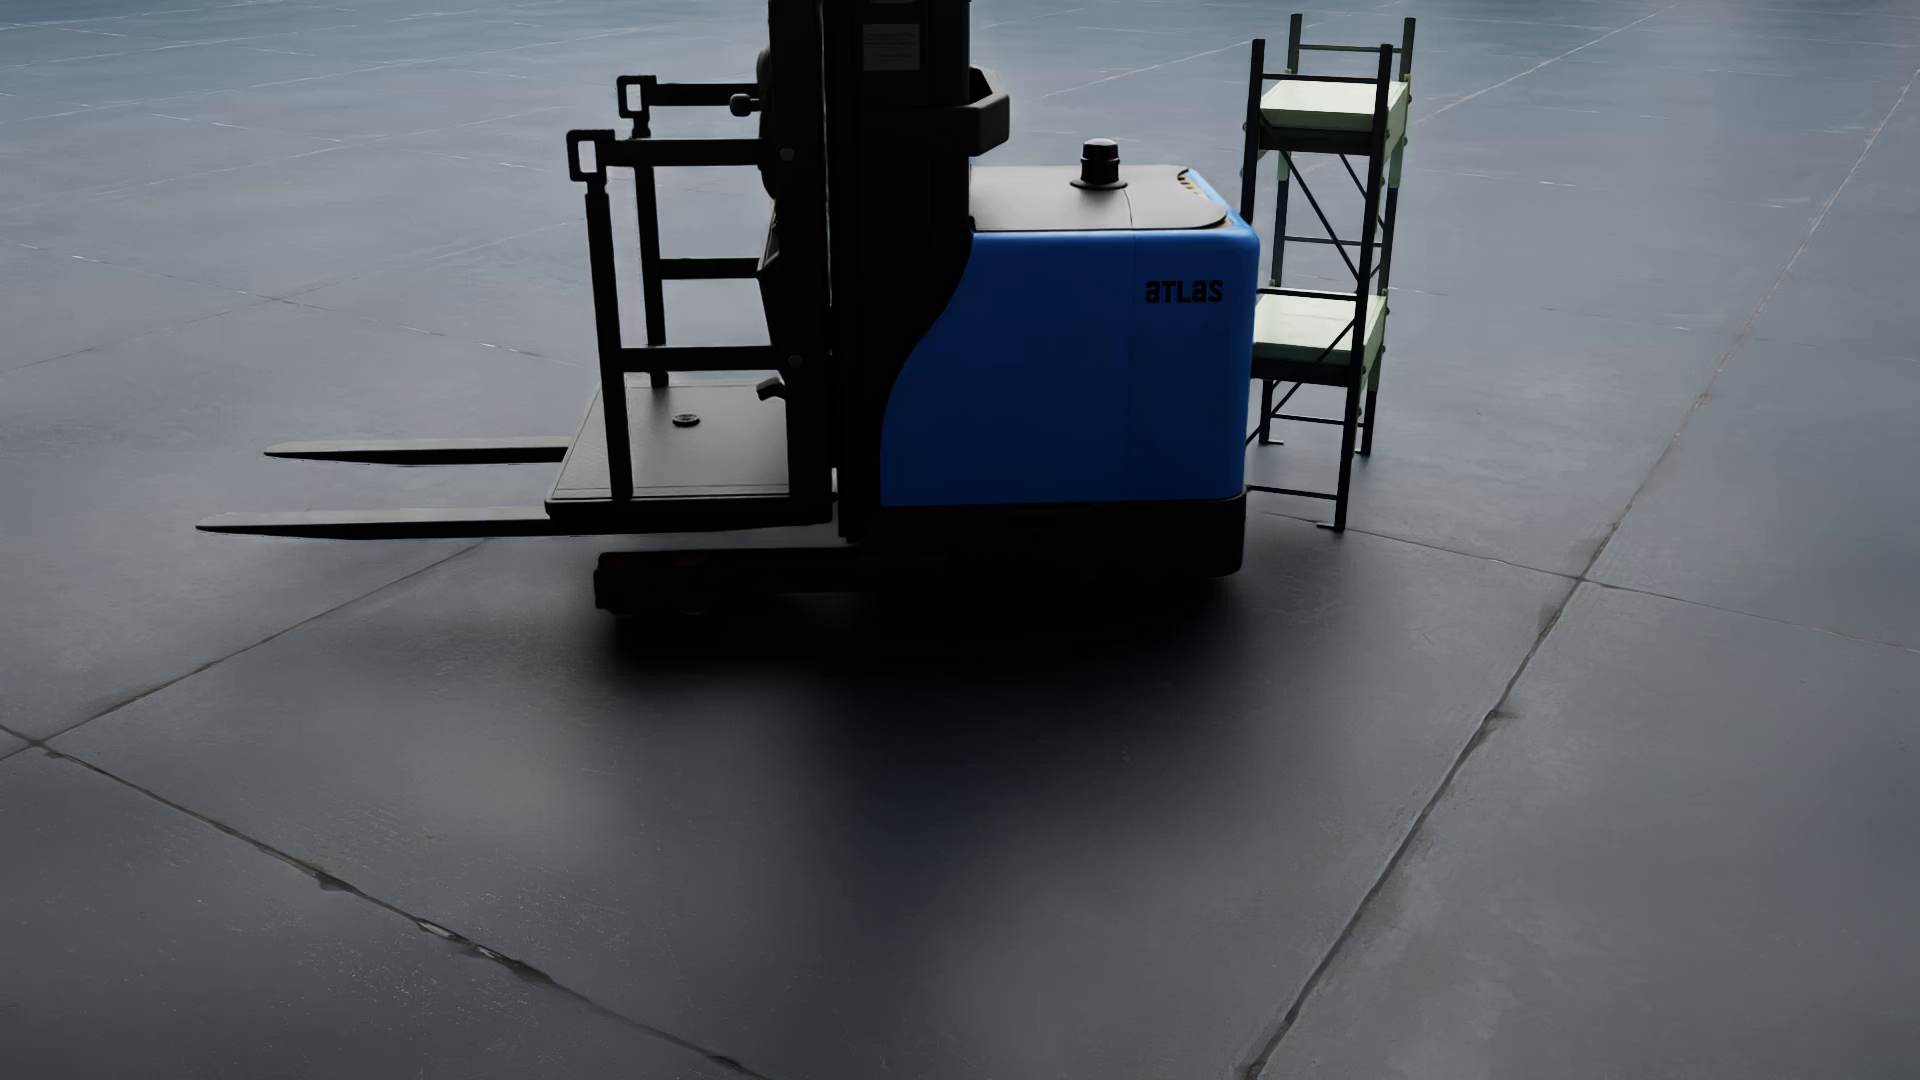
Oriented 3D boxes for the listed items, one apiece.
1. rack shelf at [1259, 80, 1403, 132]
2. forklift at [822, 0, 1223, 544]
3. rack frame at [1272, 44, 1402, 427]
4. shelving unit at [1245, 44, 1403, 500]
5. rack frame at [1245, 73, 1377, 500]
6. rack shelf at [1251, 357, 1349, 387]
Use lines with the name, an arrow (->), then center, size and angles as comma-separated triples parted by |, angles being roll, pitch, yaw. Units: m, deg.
rack shelf -> 1.164, -1.368, 5.203 | 0.368, 0.052, 0.686 | 8, 25, 17
forklift -> -0.706, -1.349, 4.676 | 3.031, 2.935, 1.109 | -1, 23, -3
rack frame -> 1.285, -1.024, 5.728 | 0.380, 1.308, 0.010 | 8, 25, 17
shelving unit -> 1.166, -0.887, 5.411 | 0.380, 1.308, 0.742 | 8, 25, 17
rack frame -> 1.046, -0.749, 5.093 | 0.380, 1.308, 0.010 | 8, 25, 17
rack shelf -> 1.164, -0.653, 5.512 | 0.332, 0.071, 0.664 | 8, 25, 17
